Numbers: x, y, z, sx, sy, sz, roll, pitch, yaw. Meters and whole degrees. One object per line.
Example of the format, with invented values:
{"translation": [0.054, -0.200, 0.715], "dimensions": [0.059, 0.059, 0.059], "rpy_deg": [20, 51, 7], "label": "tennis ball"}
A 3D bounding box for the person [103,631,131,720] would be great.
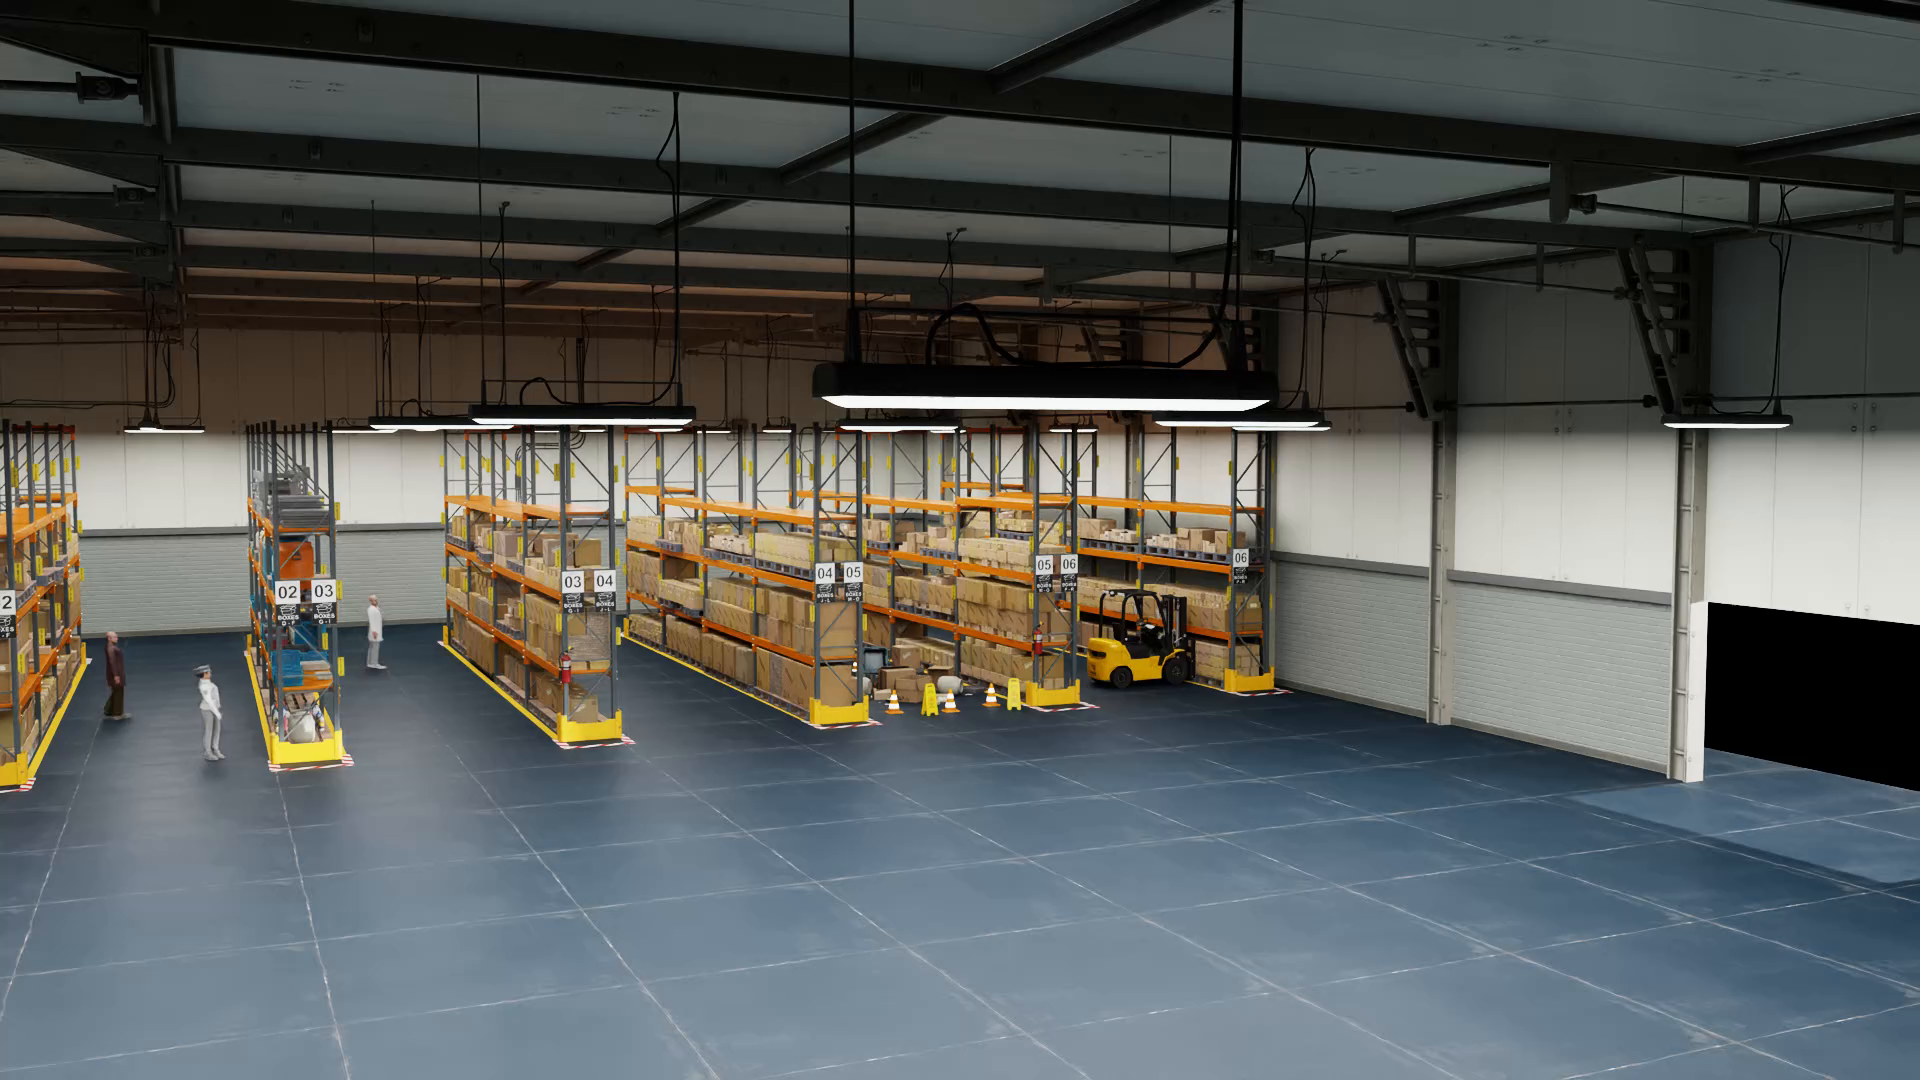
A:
{"translation": [-17.042, 2.729, 33.569], "dimensions": [0.587, 1.778, 0.512], "rpy_deg": [3, 5, 44], "label": "person"}

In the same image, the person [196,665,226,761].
{"translation": [-13.237, 3.060, 29.450], "dimensions": [0.516, 1.717, 0.560], "rpy_deg": [0, 4, 4], "label": "person"}

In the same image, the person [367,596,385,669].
{"translation": [-14.441, 2.277, 41.060], "dimensions": [0.424, 1.802, 0.629], "rpy_deg": [-1, 4, -19], "label": "person"}
